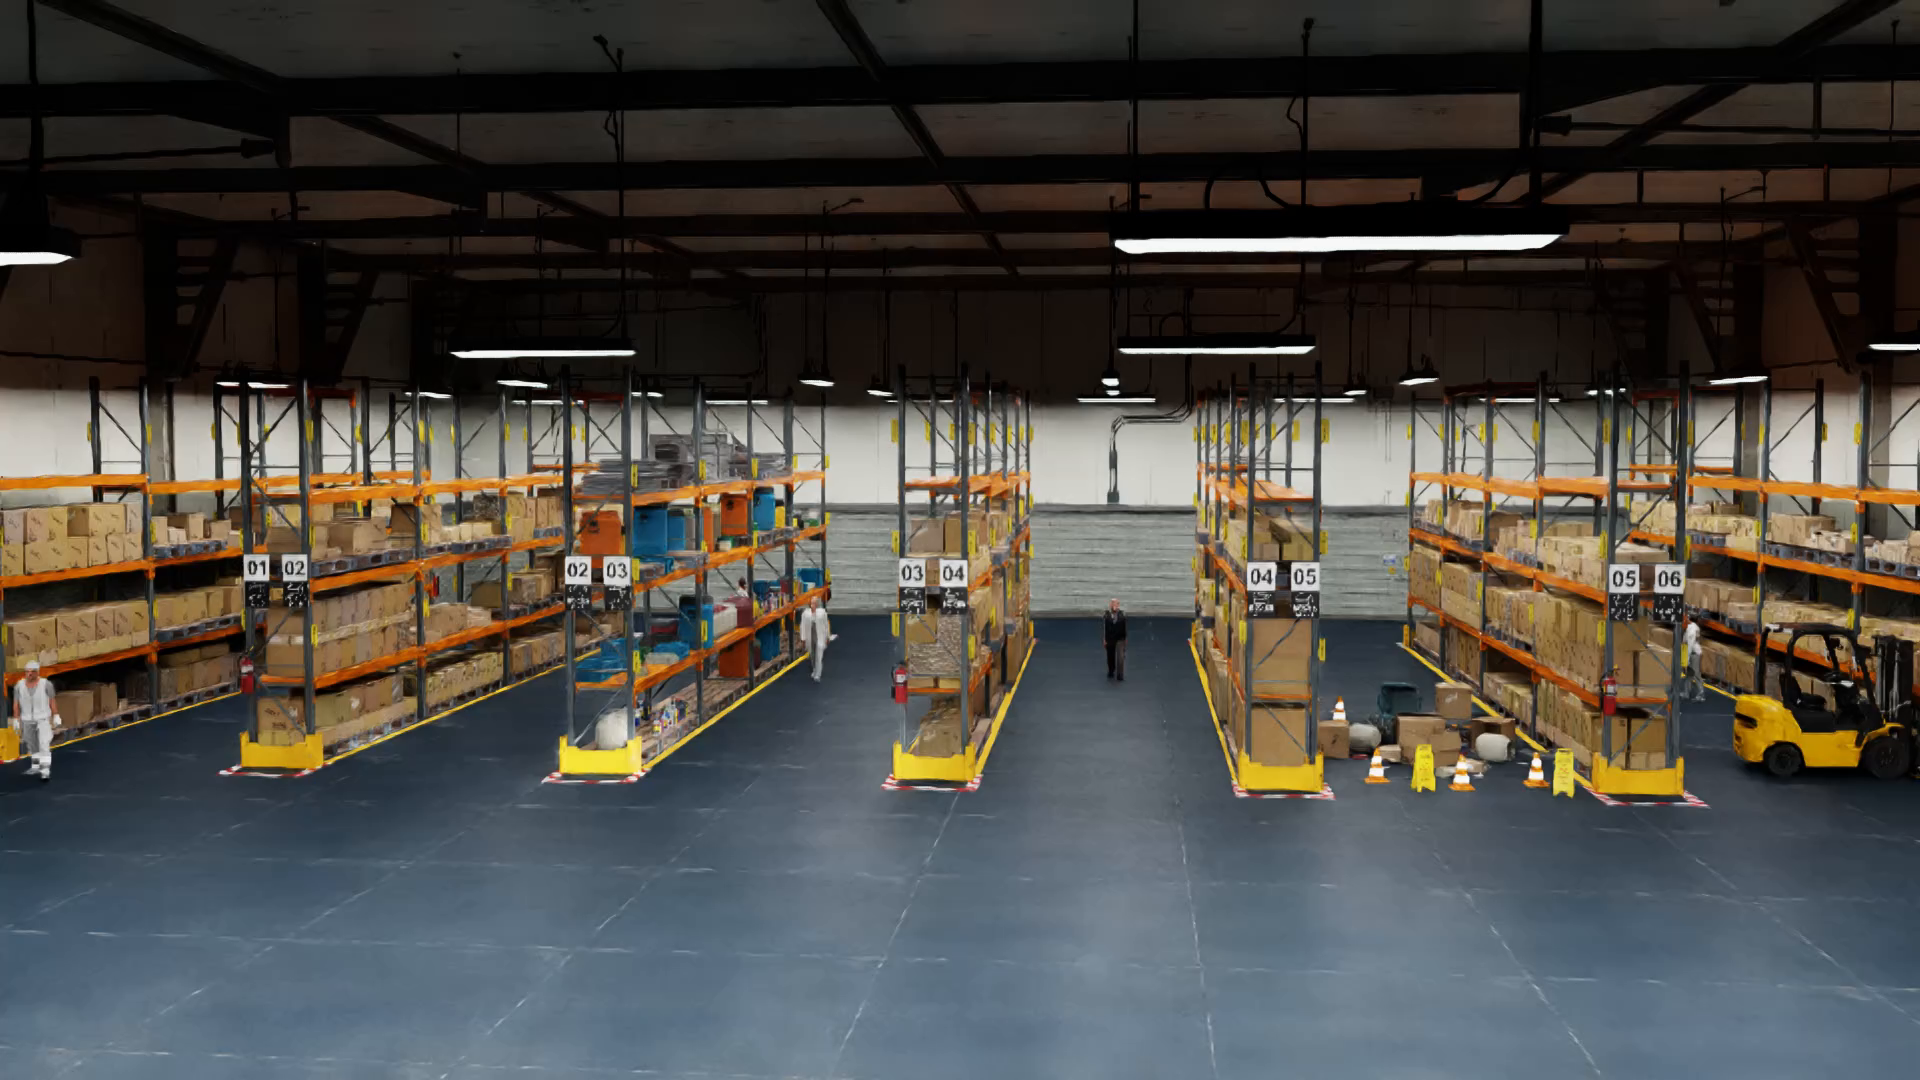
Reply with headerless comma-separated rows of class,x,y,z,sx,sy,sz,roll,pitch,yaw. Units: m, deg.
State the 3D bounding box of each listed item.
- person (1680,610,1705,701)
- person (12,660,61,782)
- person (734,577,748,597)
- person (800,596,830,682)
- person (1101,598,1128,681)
person,13.679,2.156,31.160,0.543,1.664,0.585,2,4,28
person,-13.351,2.598,24.013,0.597,1.742,0.965,-1,4,-17
person,-5.053,1.688,38.411,0.577,1.665,0.559,2,4,29
person,-2.949,1.977,33.623,0.598,1.698,1.193,0,4,8
person,3.121,2.002,33.707,0.544,1.644,1.102,0,4,7
